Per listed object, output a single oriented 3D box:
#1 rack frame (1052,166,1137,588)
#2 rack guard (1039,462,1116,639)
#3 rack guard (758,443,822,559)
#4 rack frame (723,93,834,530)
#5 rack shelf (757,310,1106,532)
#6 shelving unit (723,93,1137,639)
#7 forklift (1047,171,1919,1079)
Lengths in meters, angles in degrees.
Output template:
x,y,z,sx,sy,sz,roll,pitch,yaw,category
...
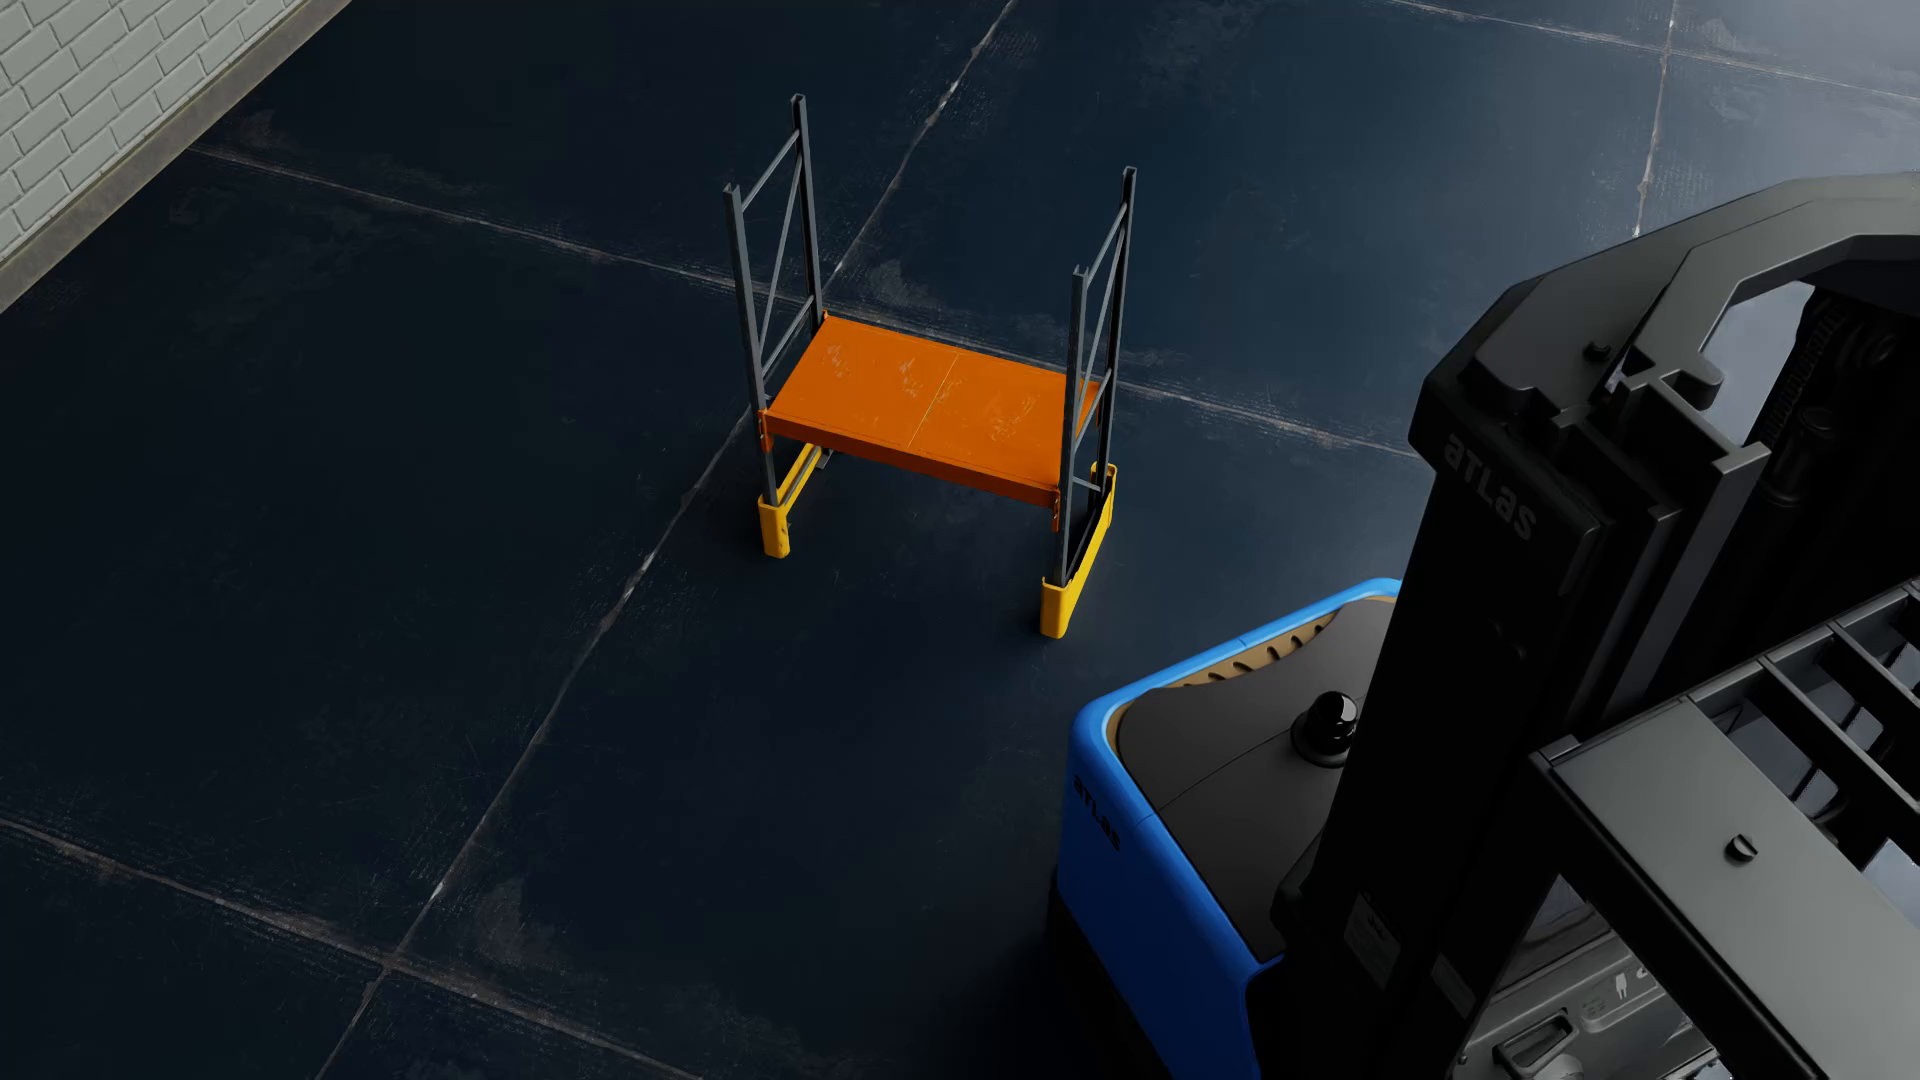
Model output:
x,y,z,sx,sy,sz,roll,pitch,yaw,category
0.397,-0.380,5.087,0.032,1.500,0.500,16,51,13,rack frame
0.396,0.029,5.560,0.087,0.250,0.587,16,51,13,rack guard
-0.539,-0.232,5.786,0.087,0.250,0.587,16,51,13,rack guard
-0.557,-0.647,5.318,0.032,1.500,0.500,16,51,13,rack frame
-0.080,-0.396,5.339,1.000,0.185,0.538,16,51,13,rack shelf
-0.072,-0.511,5.201,1.083,1.500,0.587,16,51,13,shelving unit
1.374,0.975,2.966,1.130,2.935,3.031,-22,52,-18,forklift
